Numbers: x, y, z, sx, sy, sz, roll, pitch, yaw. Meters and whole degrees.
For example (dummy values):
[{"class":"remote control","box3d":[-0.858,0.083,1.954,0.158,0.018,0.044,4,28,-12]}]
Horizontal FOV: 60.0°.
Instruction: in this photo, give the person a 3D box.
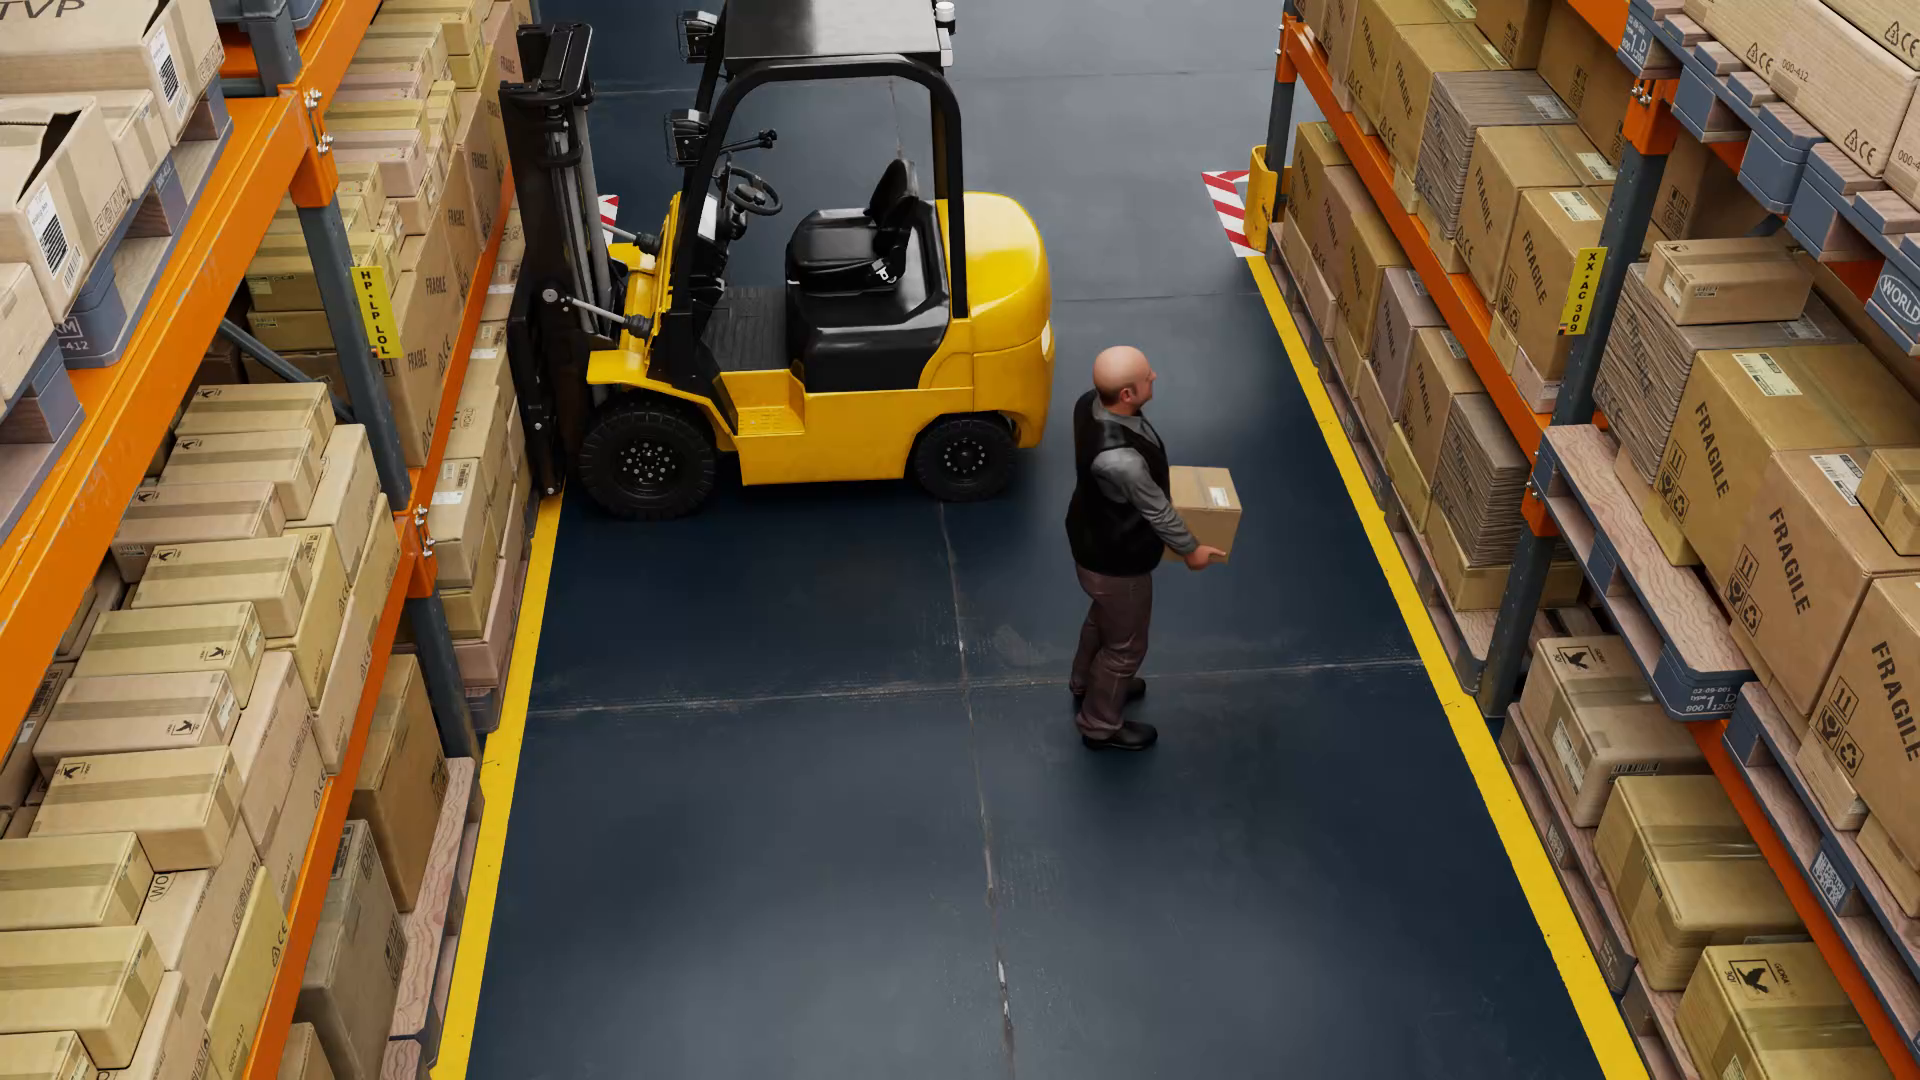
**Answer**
[{"class":"person","box3d":[0.672,0.023,6.150,0.555,1.718,0.495,-3,39,-4]}]
